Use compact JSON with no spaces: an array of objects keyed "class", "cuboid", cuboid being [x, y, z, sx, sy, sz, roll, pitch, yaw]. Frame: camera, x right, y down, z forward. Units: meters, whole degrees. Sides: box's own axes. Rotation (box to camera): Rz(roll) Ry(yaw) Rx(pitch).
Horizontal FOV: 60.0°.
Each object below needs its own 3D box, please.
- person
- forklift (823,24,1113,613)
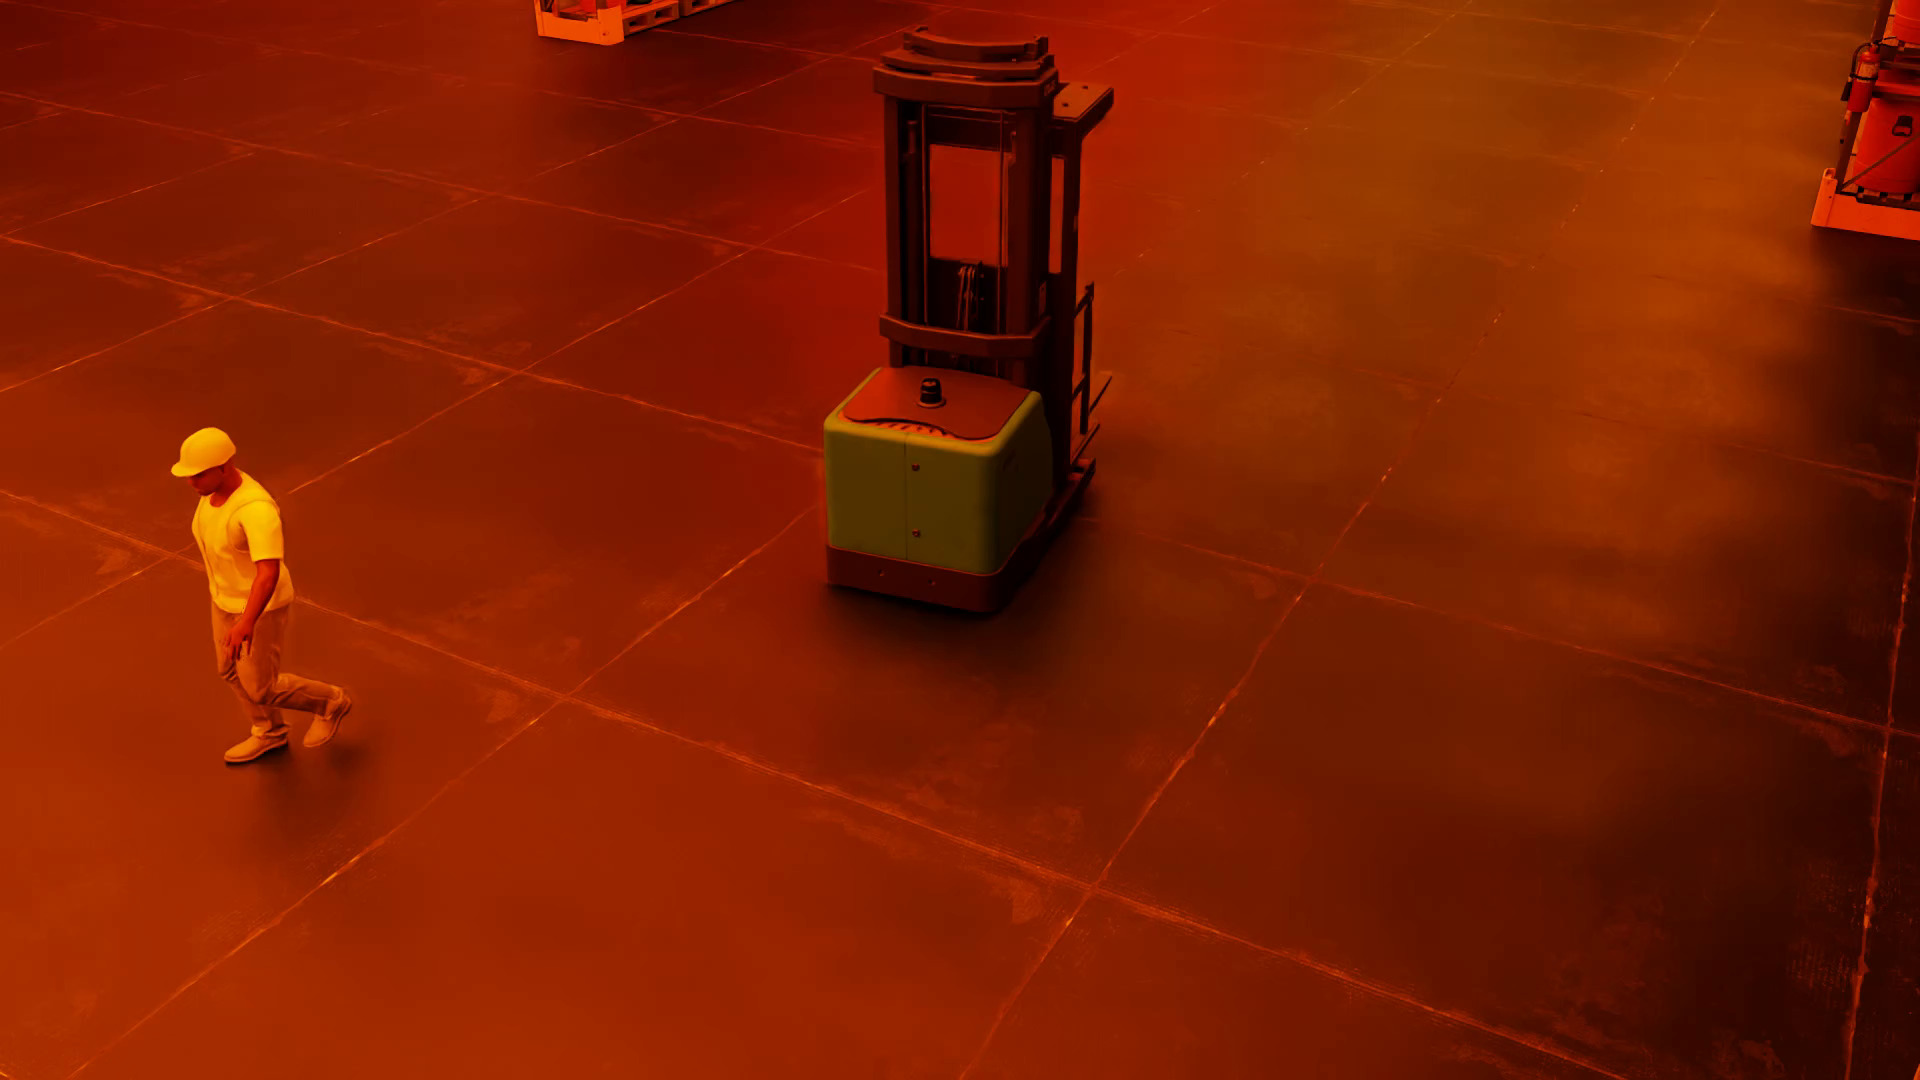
[{"class":"person","cuboid":[-3.313,0.266,7.794,0.829,1.747,0.583,25,38,37]},{"class":"forklift","cuboid":[0.223,-1.592,9.829,1.130,2.935,3.031,10,32,17]}]
